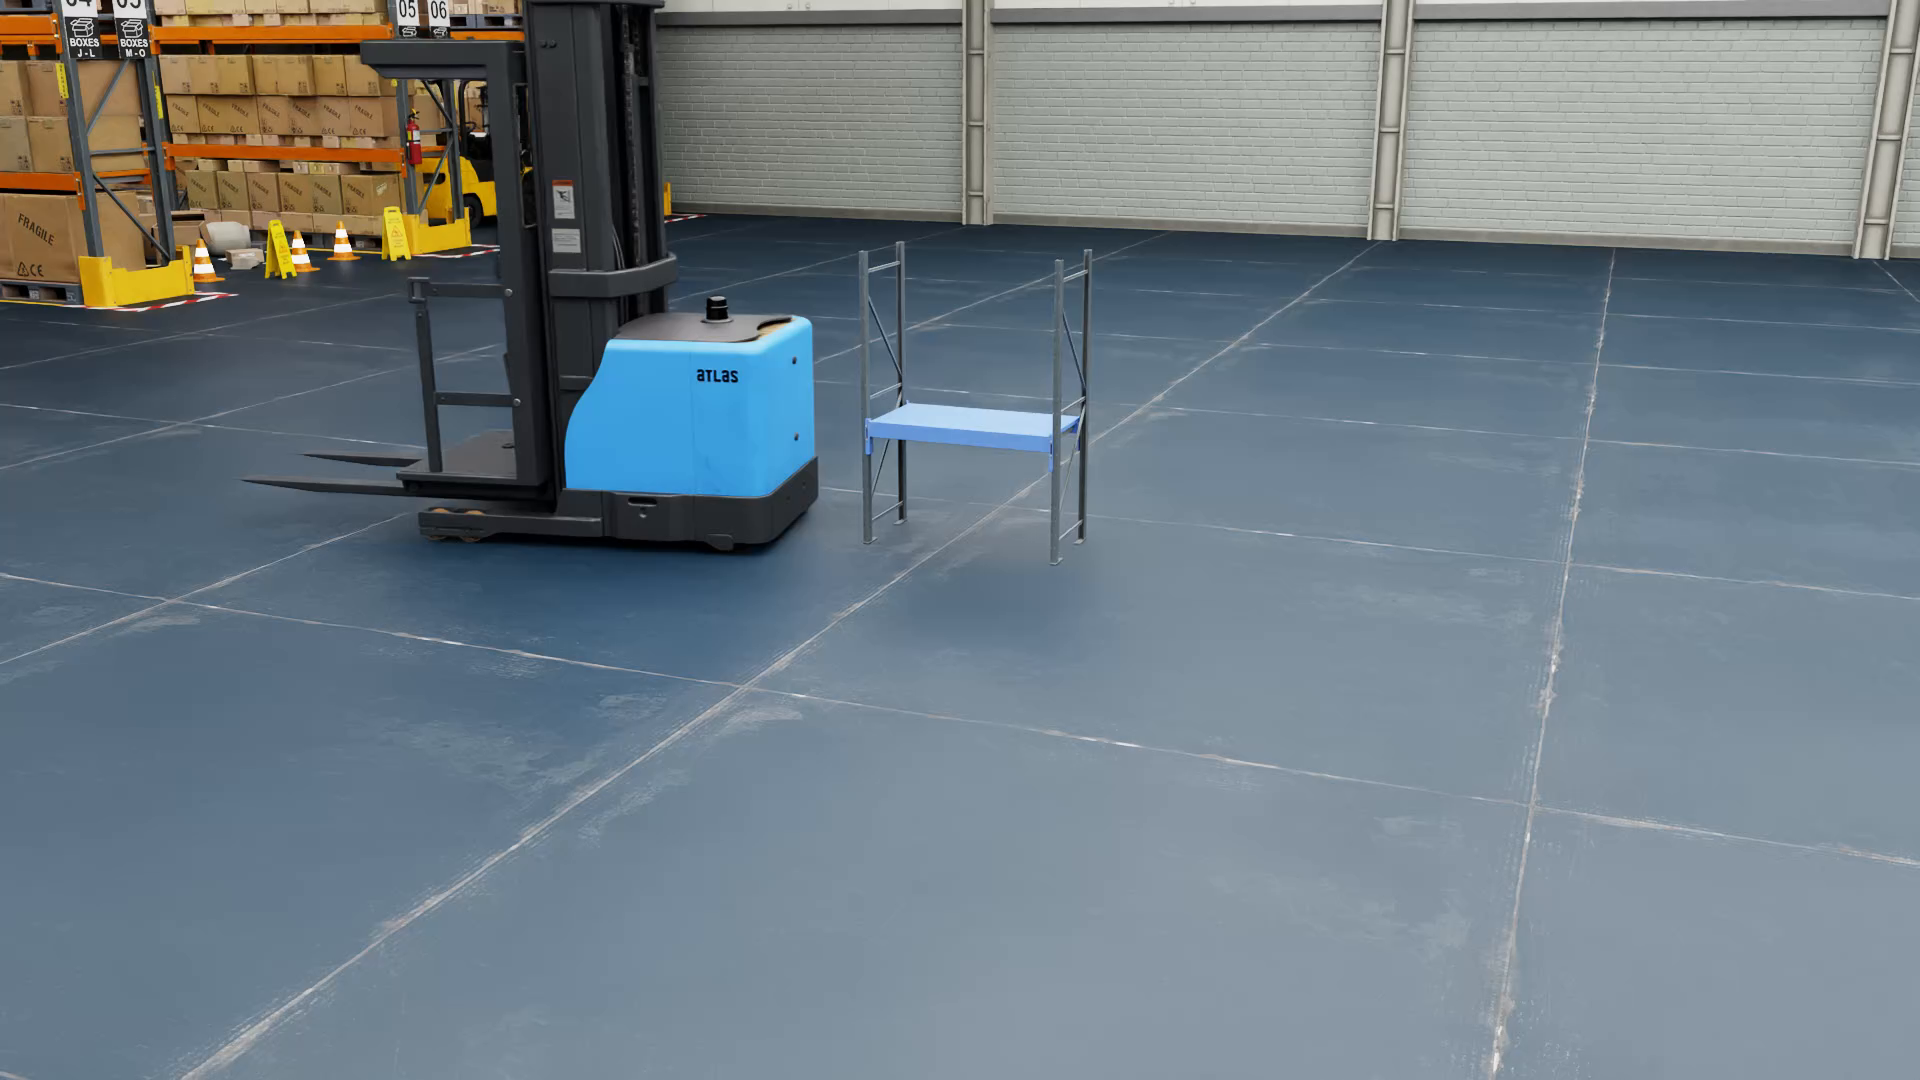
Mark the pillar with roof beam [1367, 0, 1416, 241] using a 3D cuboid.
[{"bbox_3d":[4.273,-7.367,17.911,0.400,9.000,9.100,6,17,21],"label":"pillar with roof beam"}]

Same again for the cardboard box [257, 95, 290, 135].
[{"bbox_3d":[-8.810,-5.574,21.780,0.500,0.500,0.500,6,17,21],"label":"cardboard box"}]

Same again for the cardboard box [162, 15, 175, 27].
[{"bbox_3d":[-10.330,-6.870,22.029,0.250,0.149,0.380,6,17,20],"label":"cardboard box"}]

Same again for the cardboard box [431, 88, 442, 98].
[{"bbox_3d":[-8.273,-7.167,26.639,0.250,0.149,0.380,7,17,22],"label":"cardboard box"}]

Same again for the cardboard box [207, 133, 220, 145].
[{"bbox_3d":[-9.844,-5.379,22.273,0.250,0.149,0.380,6,17,20],"label":"cardboard box"}]

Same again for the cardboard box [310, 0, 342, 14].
[{"bbox_3d":[-7.849,-6.787,21.027,0.500,0.250,0.500,6,17,20],"label":"cardboard box"}]

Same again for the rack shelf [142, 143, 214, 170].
[{"bbox_3d":[-12.393,-5.506,23.550,4.000,0.370,1.077,6,17,21],"label":"rack shelf"}]

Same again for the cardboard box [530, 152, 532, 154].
[{"bbox_3d":[-6.955,-6.007,26.369,0.500,0.250,0.500,6,17,20],"label":"cardboard box"}]

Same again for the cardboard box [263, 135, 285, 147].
[{"bbox_3d":[-8.926,-5.259,21.859,0.250,0.149,0.380,6,17,20],"label":"cardboard box"}]

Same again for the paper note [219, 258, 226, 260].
[{"bbox_3d":[-9.156,-3.513,20.739,0.142,0.019,0.148,14,21,40],"label":"paper note"}]

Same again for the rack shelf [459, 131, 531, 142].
[{"bbox_3d":[-6.854,-6.385,26.576,4.000,0.370,1.077,6,17,21],"label":"rack shelf"}]

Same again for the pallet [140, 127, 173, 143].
[{"bbox_3d":[-11.190,-5.671,23.171,1.213,0.211,1.003,6,17,21],"label":"pallet"}]

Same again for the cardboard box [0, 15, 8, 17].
[{"bbox_3d":[-13.375,-7.445,23.379,0.500,0.500,0.700,6,17,21],"label":"cardboard box"}]

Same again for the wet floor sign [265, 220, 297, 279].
[{"bbox_3d":[-7.780,-3.324,18.964,0.232,0.644,0.267,3,17,11],"label":"wet floor sign"}]

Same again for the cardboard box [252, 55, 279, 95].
[{"bbox_3d":[-8.760,-6.071,21.698,0.500,0.500,0.700,6,17,20],"label":"cardboard box"}]

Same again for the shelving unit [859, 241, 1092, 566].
[{"bbox_3d":[0.079,-0.712,8.434,1.048,1.500,0.538,6,17,21],"label":"shelving unit"}]

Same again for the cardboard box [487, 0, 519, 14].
[{"bbox_3d":[-6.941,-8.448,25.895,0.637,0.503,0.797,7,18,22],"label":"cardboard box"}]

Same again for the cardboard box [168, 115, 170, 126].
[{"bbox_3d":[-10.930,-5.866,23.198,0.250,0.149,0.380,7,17,21],"label":"cardboard box"}]

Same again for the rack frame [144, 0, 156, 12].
[{"bbox_3d":[-10.532,-8.528,21.908,0.127,3.000,1.000,6,17,21],"label":"rack frame"}]

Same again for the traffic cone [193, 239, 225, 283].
[{"bbox_3d":[-8.506,-3.148,18.687,0.334,0.463,0.336,6,17,21],"label":"traffic cone"}]

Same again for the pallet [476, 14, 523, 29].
[{"bbox_3d":[-6.780,-8.127,26.066,1.213,0.211,1.003,6,17,21],"label":"pallet"}]

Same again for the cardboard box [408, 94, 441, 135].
[{"bbox_3d":[-7.150,-5.549,21.695,0.500,0.500,0.500,6,17,20],"label":"cardboard box"}]

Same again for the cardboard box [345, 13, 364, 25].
[{"bbox_3d":[-7.489,-6.539,20.886,0.250,0.149,0.380,6,17,21],"label":"cardboard box"}]

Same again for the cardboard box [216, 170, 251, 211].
[{"bbox_3d":[-9.580,-4.706,22.338,0.500,0.500,0.500,7,18,23],"label":"cardboard box"}]

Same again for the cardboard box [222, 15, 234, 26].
[{"bbox_3d":[-9.375,-6.767,21.674,0.250,0.149,0.380,6,17,19],"label":"cardboard box"}]

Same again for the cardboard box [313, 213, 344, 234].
[{"bbox_3d":[-8.141,-4.187,21.894,0.500,0.250,0.500,6,17,21],"label":"cardboard box"}]

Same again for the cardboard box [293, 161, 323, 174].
[{"bbox_3d":[-8.495,-4.879,21.770,0.250,0.149,0.380,7,18,23],"label":"cardboard box"}]

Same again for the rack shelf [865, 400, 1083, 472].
[{"bbox_3d":[0.079,-0.539,8.485,1.000,0.185,0.538,6,17,21],"label":"rack shelf"}]

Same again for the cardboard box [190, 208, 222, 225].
[{"bbox_3d":[-10.082,-4.398,22.620,0.500,0.250,0.500,5,17,18],"label":"cardboard box"}]

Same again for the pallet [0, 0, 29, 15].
[{"bbox_3d":[-10.366,-5.539,17.152,1.213,0.211,1.003,6,17,21],"label":"pallet"}]

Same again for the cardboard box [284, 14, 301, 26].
[{"bbox_3d":[-8.427,-6.660,21.304,0.250,0.149,0.380,6,17,19],"label":"cardboard box"}]

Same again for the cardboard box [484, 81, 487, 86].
[{"bbox_3d":[-7.299,-7.216,26.274,0.250,0.149,0.380,6,17,20],"label":"cardboard box"}]

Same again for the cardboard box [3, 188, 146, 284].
[{"bbox_3d":[-9.188,-3.177,17.295,0.875,0.875,0.875,6,17,21],"label":"cardboard box"}]

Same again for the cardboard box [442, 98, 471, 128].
[{"bbox_3d":[-7.907,-6.821,26.608,0.500,0.500,0.500,7,17,22],"label":"cardboard box"}]

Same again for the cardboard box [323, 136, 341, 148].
[{"bbox_3d":[-7.995,-5.147,21.474,0.250,0.149,0.380,7,17,22],"label":"cardboard box"}]

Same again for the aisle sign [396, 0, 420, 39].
[{"bbox_3d":[-6.860,-6.405,20.692,0.004,0.787,0.394,6,17,21],"label":"aisle sign"}]

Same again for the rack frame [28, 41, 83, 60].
[{"bbox_3d":[-16.156,-7.753,29.999,0.127,3.000,1.000,6,17,21],"label":"rack frame"}]

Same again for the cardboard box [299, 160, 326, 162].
[{"bbox_3d":[-10.623,-6.204,28.170,0.625,0.625,0.875,6,17,18],"label":"cardboard box"}]

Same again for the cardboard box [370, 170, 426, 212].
[{"bbox_3d":[-7.482,-4.636,22.095,0.500,0.500,0.500,6,17,19],"label":"cardboard box"}]

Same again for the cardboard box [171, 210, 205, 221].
[{"bbox_3d":[-10.035,-3.985,21.500,0.500,0.500,0.500,-9,18,-27],"label":"cardboard box"}]

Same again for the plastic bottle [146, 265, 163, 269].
[{"bbox_3d":[-9.557,-3.203,19.597,0.283,0.061,0.133,0,16,1],"label":"plastic bottle"}]

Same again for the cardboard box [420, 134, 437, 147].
[{"bbox_3d":[-7.051,-5.206,21.675,0.250,0.149,0.380,6,17,21],"label":"cardboard box"}]

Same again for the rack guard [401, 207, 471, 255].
[{"bbox_3d":[-6.882,-4.045,21.711,0.348,0.500,1.175,6,17,21],"label":"rack guard"}]

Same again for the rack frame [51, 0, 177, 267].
[{"bbox_3d":[-8.533,-3.944,16.878,0.127,3.000,1.000,6,17,21],"label":"rack frame"}]

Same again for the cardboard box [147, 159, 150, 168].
[{"bbox_3d":[-13.857,-6.439,29.205,0.500,0.500,0.500,7,18,23],"label":"cardboard box"}]

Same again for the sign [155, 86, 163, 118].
[{"bbox_3d":[-8.324,-4.541,17.239,0.005,0.325,0.100,6,17,21],"label":"sign"}]

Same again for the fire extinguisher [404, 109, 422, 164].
[{"bbox_3d":[-6.874,-5.069,20.894,0.183,0.674,0.296,6,17,21],"label":"fire extinguisher"}]

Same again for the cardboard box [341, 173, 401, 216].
[{"bbox_3d":[-7.652,-4.493,21.605,0.500,0.500,0.500,6,17,21],"label":"cardboard box"}]

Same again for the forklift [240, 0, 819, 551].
[{"bbox_3d":[-2.353,-1.535,8.703,3.031,2.935,1.130,3,16,10],"label":"forklift"}]

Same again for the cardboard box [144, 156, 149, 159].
[{"bbox_3d":[-14.211,-6.784,29.230,0.250,0.149,0.380,5,17,18],"label":"cardboard box"}]

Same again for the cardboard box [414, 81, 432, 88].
[{"bbox_3d":[-8.527,-7.327,26.657,0.250,0.149,0.380,7,17,22],"label":"cardboard box"}]

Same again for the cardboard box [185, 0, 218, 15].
[{"bbox_3d":[-9.740,-6.992,21.733,0.500,0.250,0.500,6,17,20],"label":"cardboard box"}]

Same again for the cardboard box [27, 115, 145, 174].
[{"bbox_3d":[-8.895,-4.042,16.947,0.550,0.550,0.875,6,17,21],"label":"cardboard box"}]
